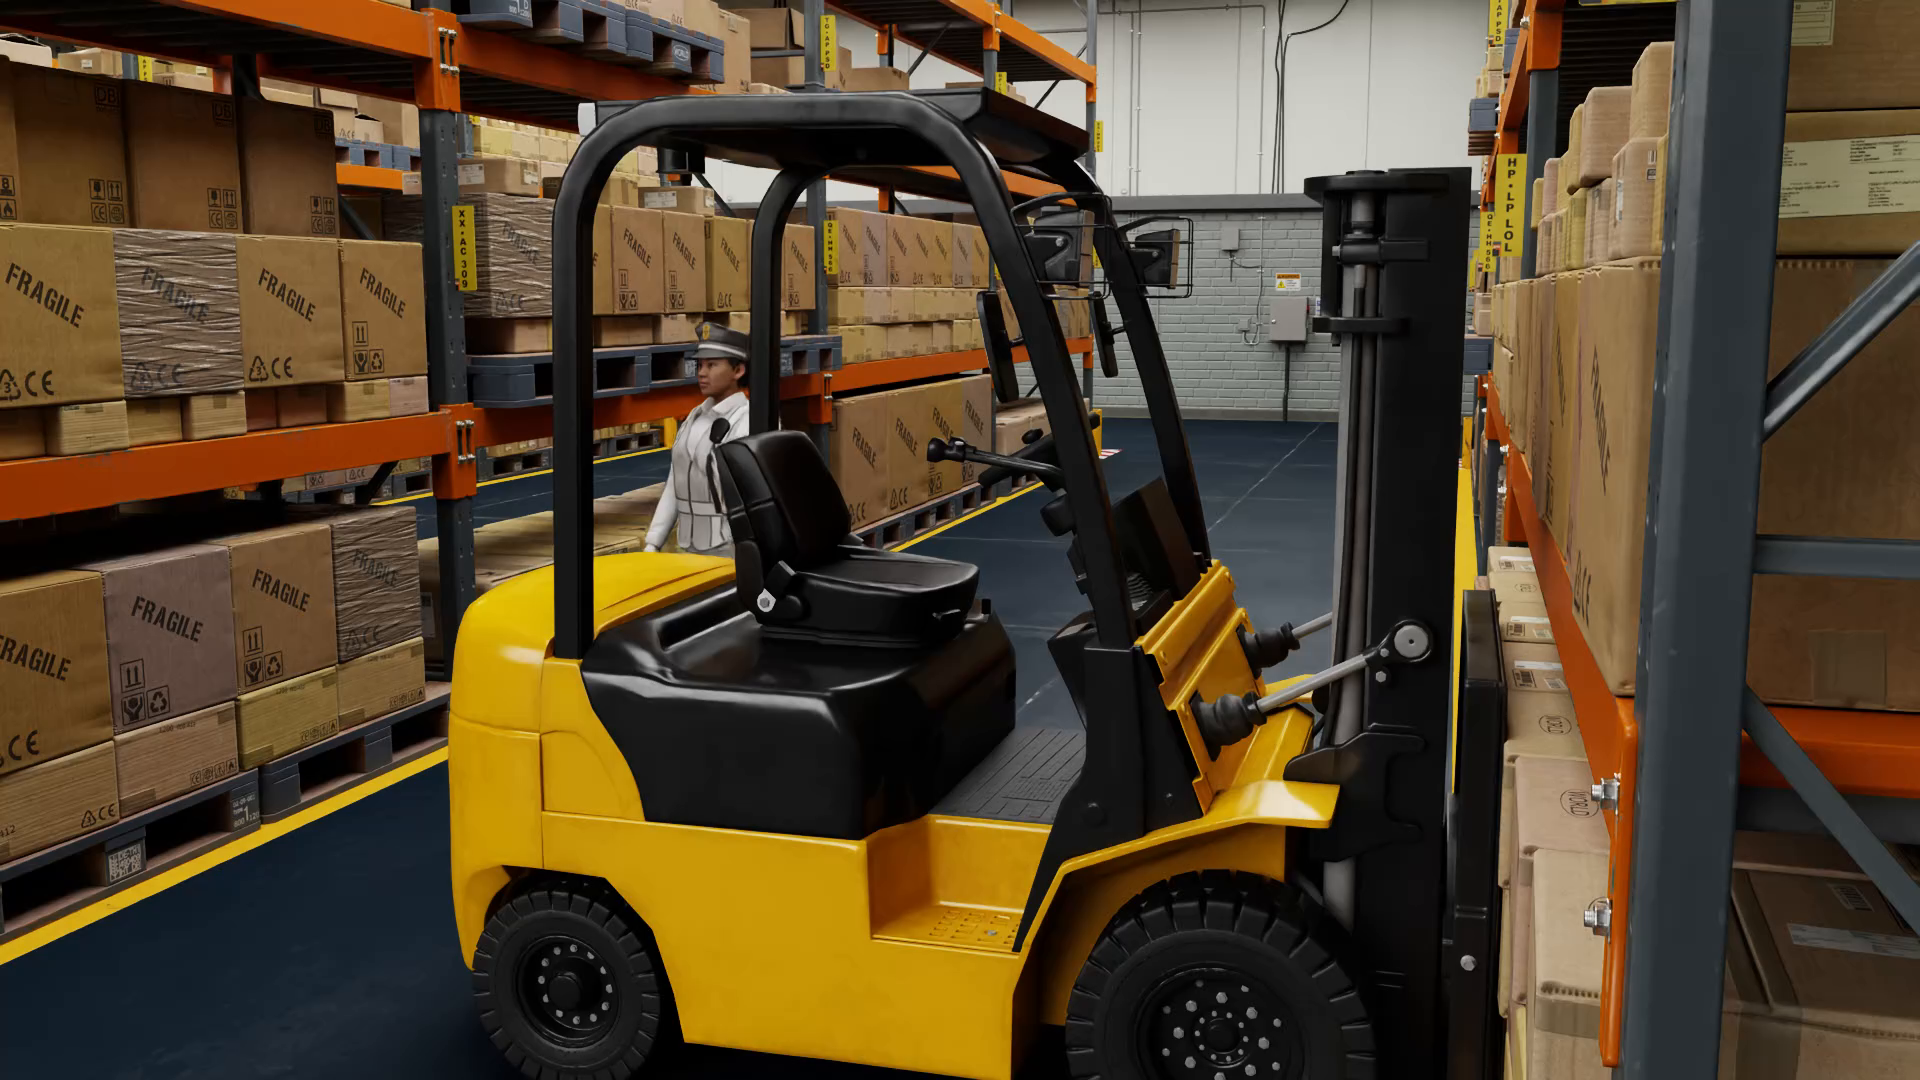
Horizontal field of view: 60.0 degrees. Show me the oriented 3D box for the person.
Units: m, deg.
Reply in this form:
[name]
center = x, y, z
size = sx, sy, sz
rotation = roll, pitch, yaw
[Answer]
[person]
center = -0.897, 0.047, 5.932
size = 0.916, 1.639, 0.516
rotation = -7, 11, -40
